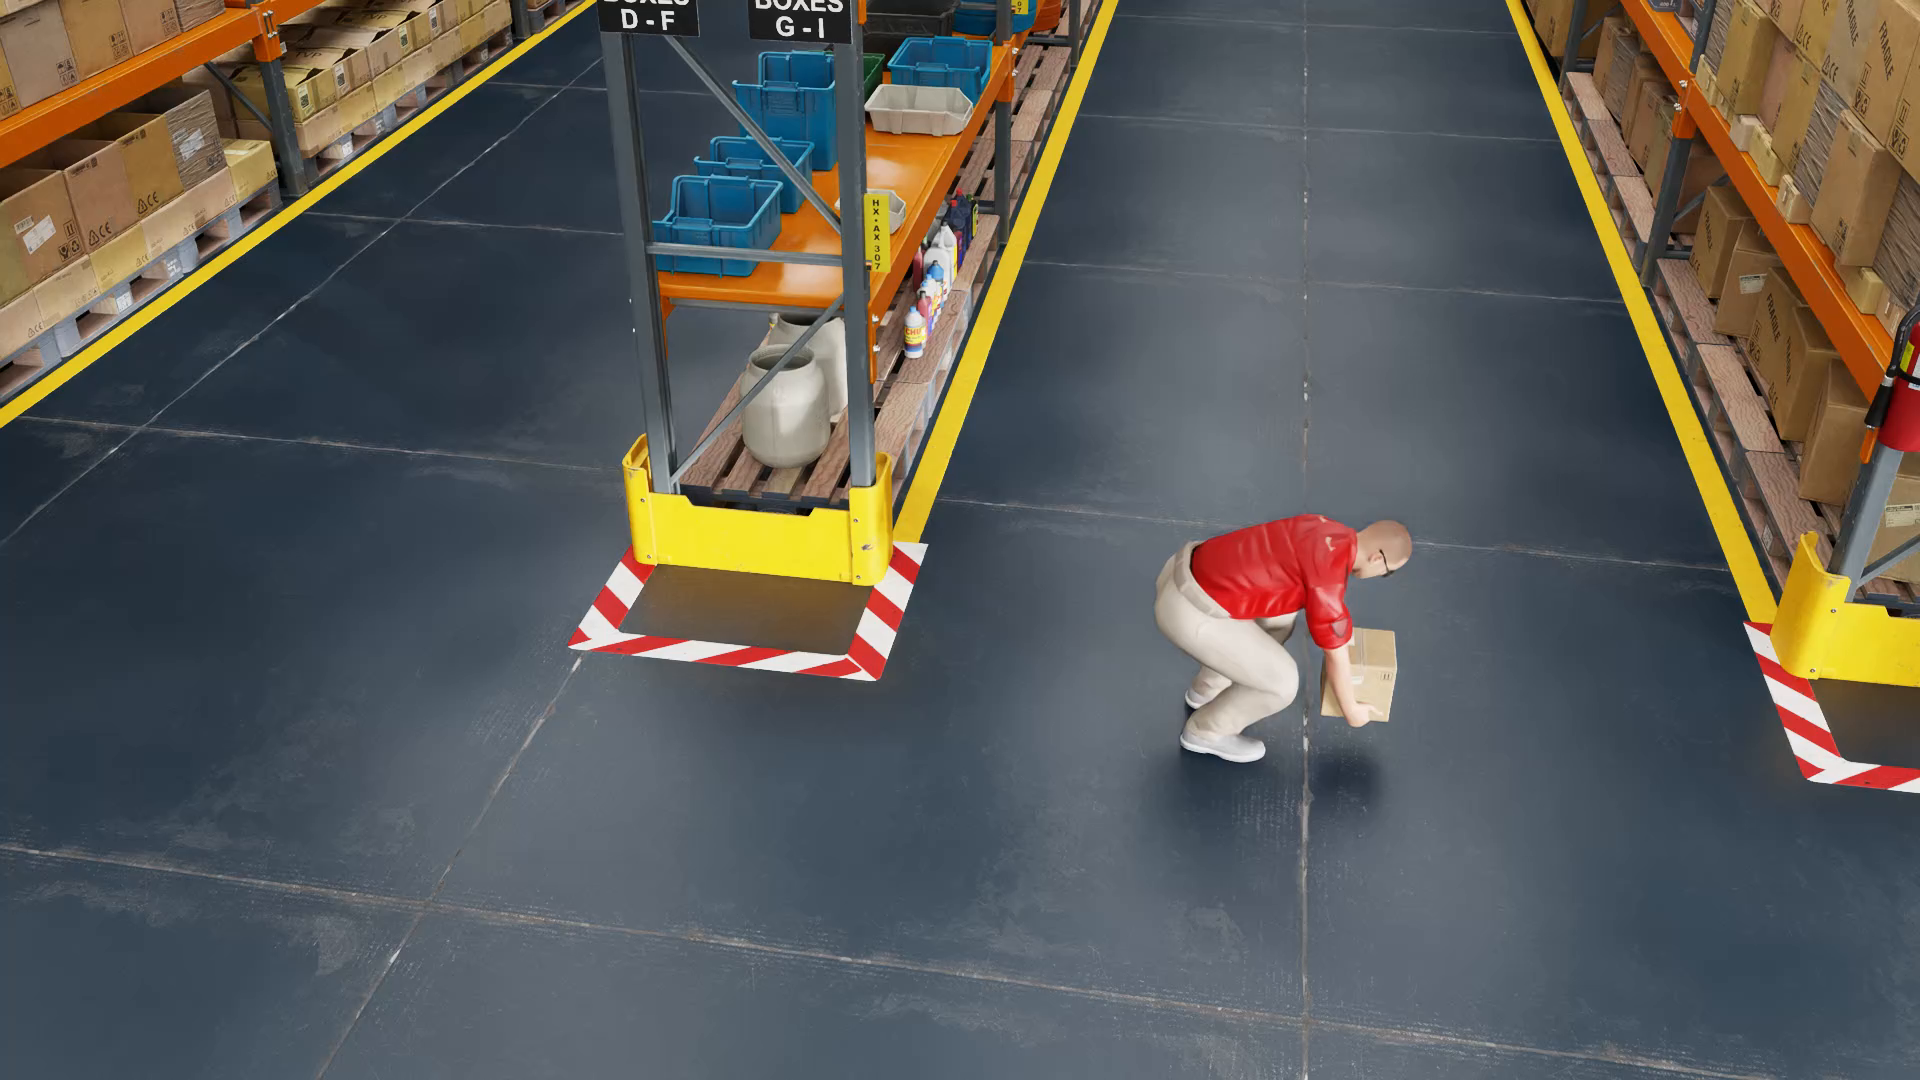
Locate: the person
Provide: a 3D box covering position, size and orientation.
[{"bbox_3d":[1.194,0.341,6.320,0.918,0.980,0.542,4,32,6],"label":"person"}]
